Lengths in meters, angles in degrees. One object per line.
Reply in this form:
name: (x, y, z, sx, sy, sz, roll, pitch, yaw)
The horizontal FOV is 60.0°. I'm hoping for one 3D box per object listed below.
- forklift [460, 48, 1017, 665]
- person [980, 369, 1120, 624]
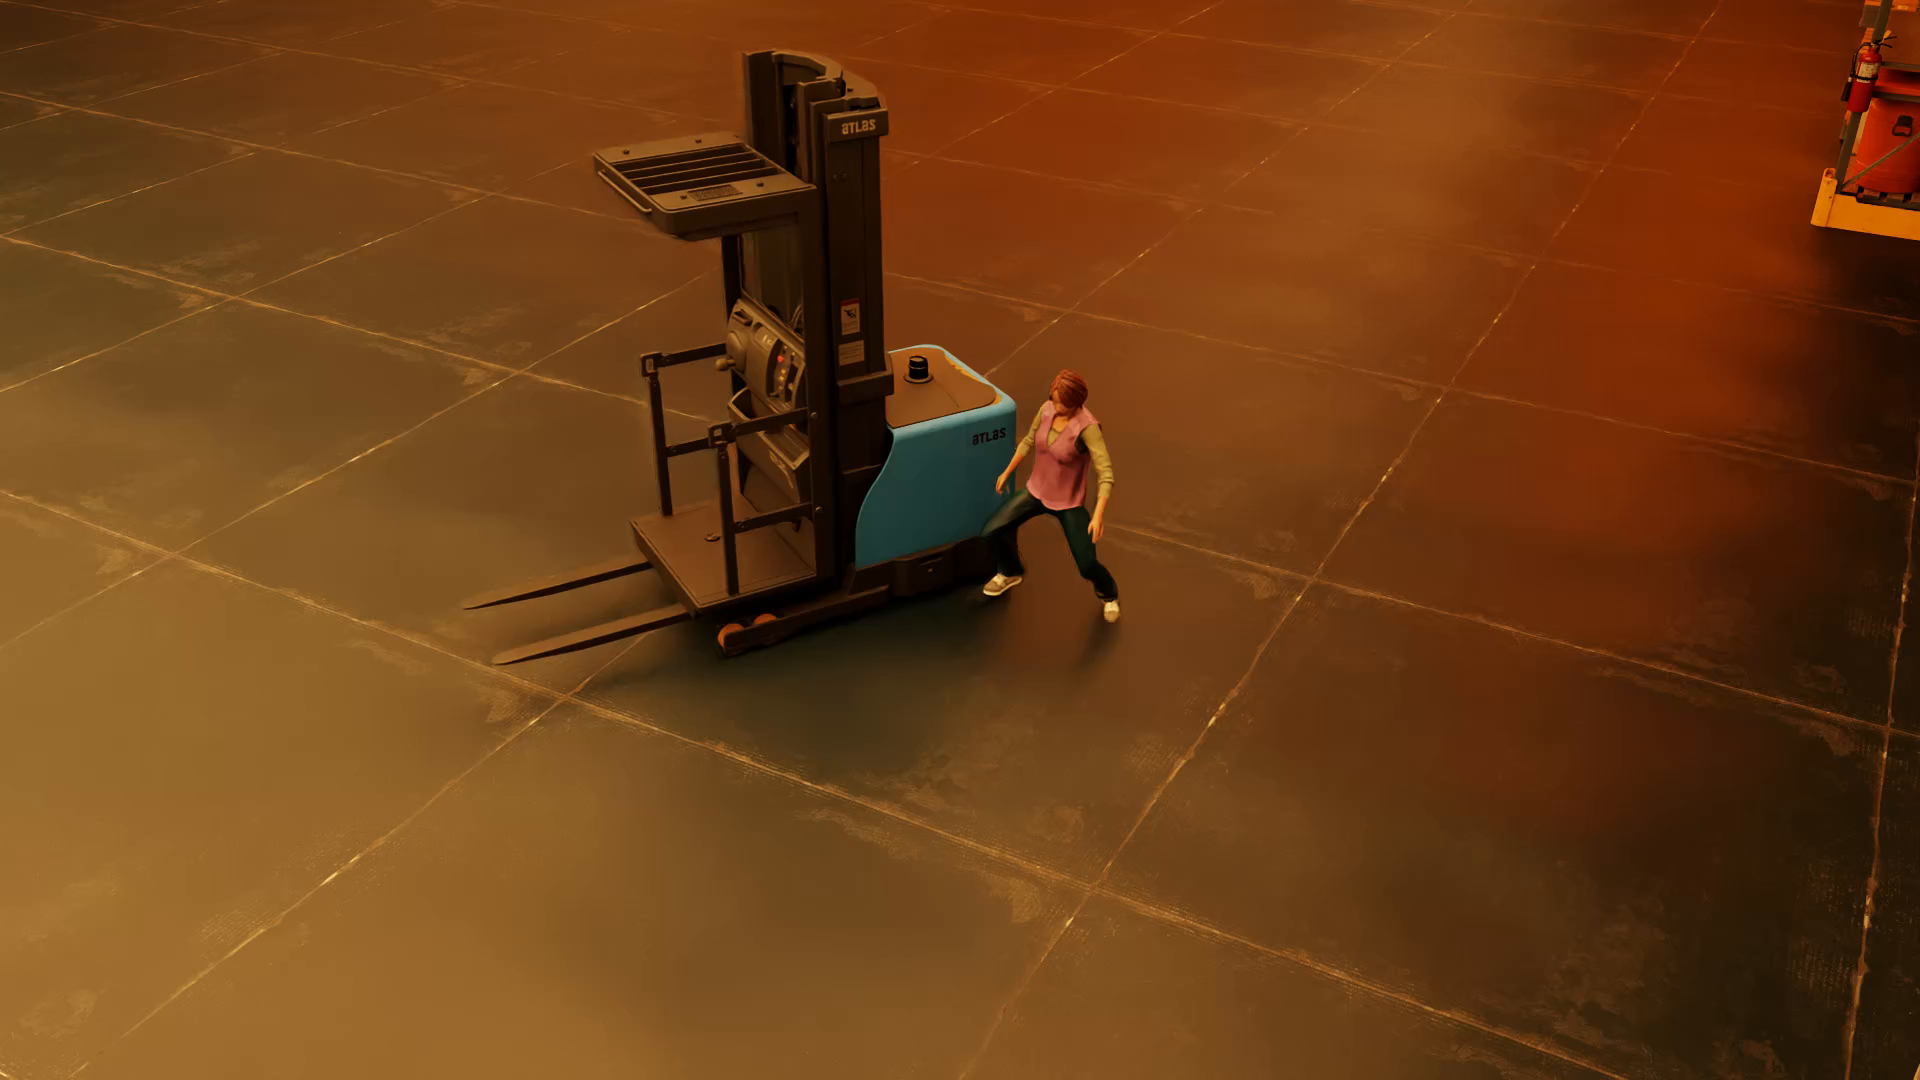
forklift: (-1.209, -0.956, 8.727, 3.031, 2.935, 1.130, -16, 33, -25)
person: (0.544, -0.216, 8.960, 0.814, 1.478, 0.618, 25, 38, 36)
